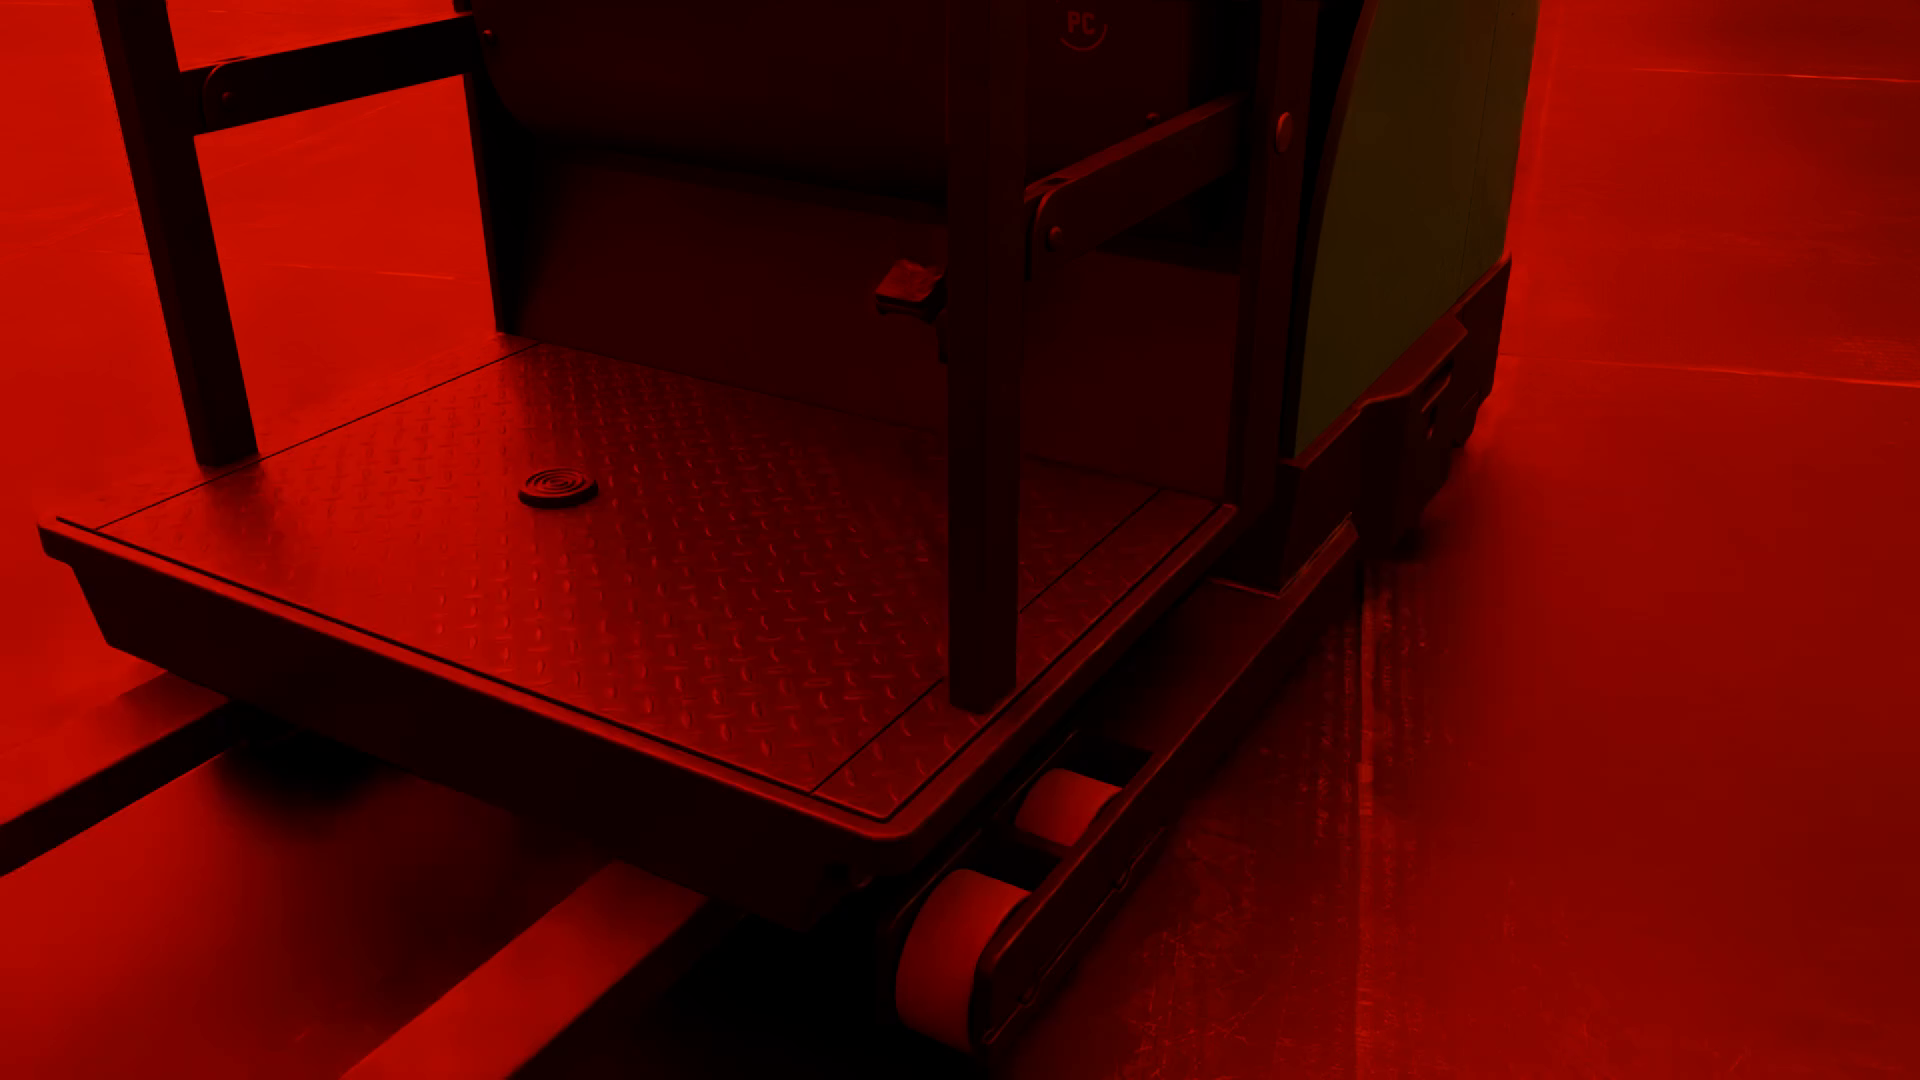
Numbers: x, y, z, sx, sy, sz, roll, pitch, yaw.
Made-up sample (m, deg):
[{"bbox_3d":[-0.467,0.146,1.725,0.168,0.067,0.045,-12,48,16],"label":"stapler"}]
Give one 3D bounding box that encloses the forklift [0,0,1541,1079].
[{"bbox_3d":[-0.271,-1.069,1.364,1.130,2.935,3.031,15,30,27],"label":"forklift"}]
